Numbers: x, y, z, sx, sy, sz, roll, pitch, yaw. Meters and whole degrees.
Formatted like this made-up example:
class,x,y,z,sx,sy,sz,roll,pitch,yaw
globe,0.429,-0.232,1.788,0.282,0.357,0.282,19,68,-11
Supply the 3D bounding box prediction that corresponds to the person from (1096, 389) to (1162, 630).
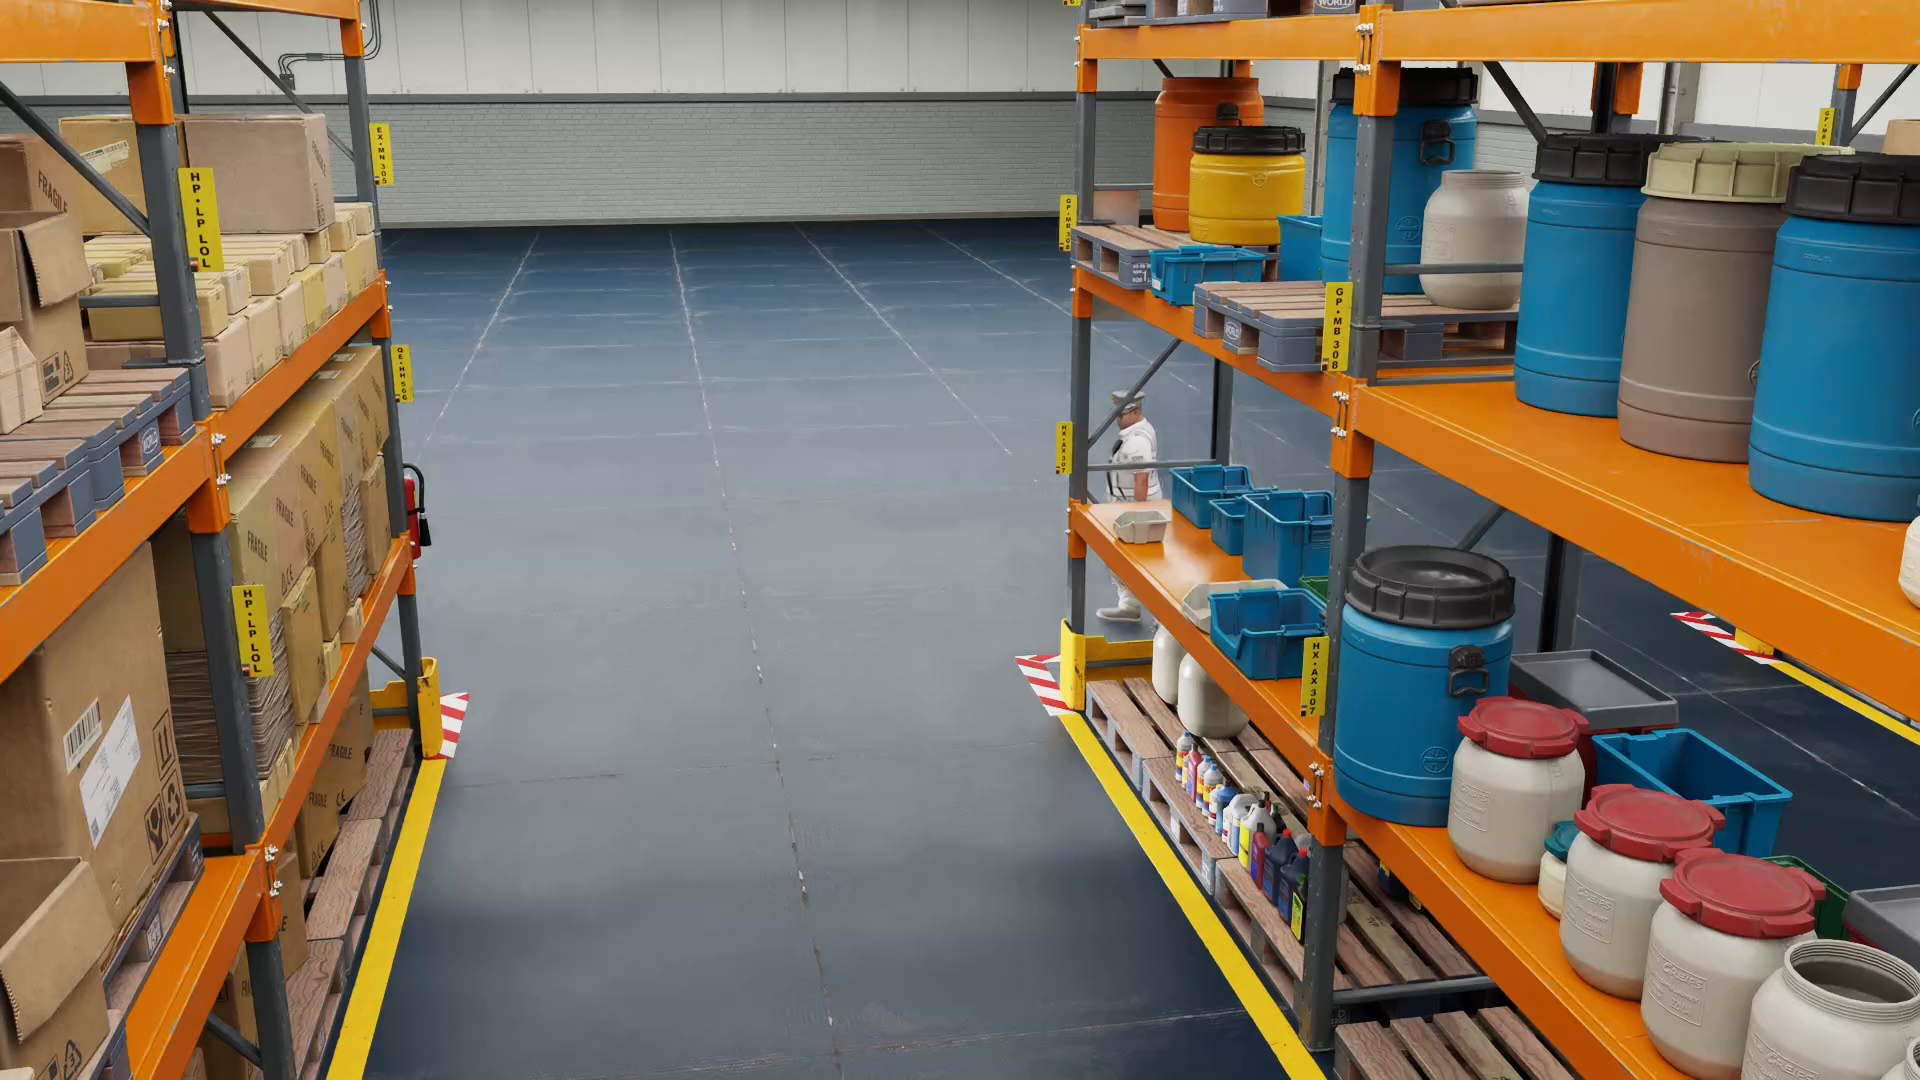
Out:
class,x,y,z,sx,sy,sz,roll,pitch,yaw
person,1.273,-0.210,11.695,0.608,1.723,0.620,2,16,8
